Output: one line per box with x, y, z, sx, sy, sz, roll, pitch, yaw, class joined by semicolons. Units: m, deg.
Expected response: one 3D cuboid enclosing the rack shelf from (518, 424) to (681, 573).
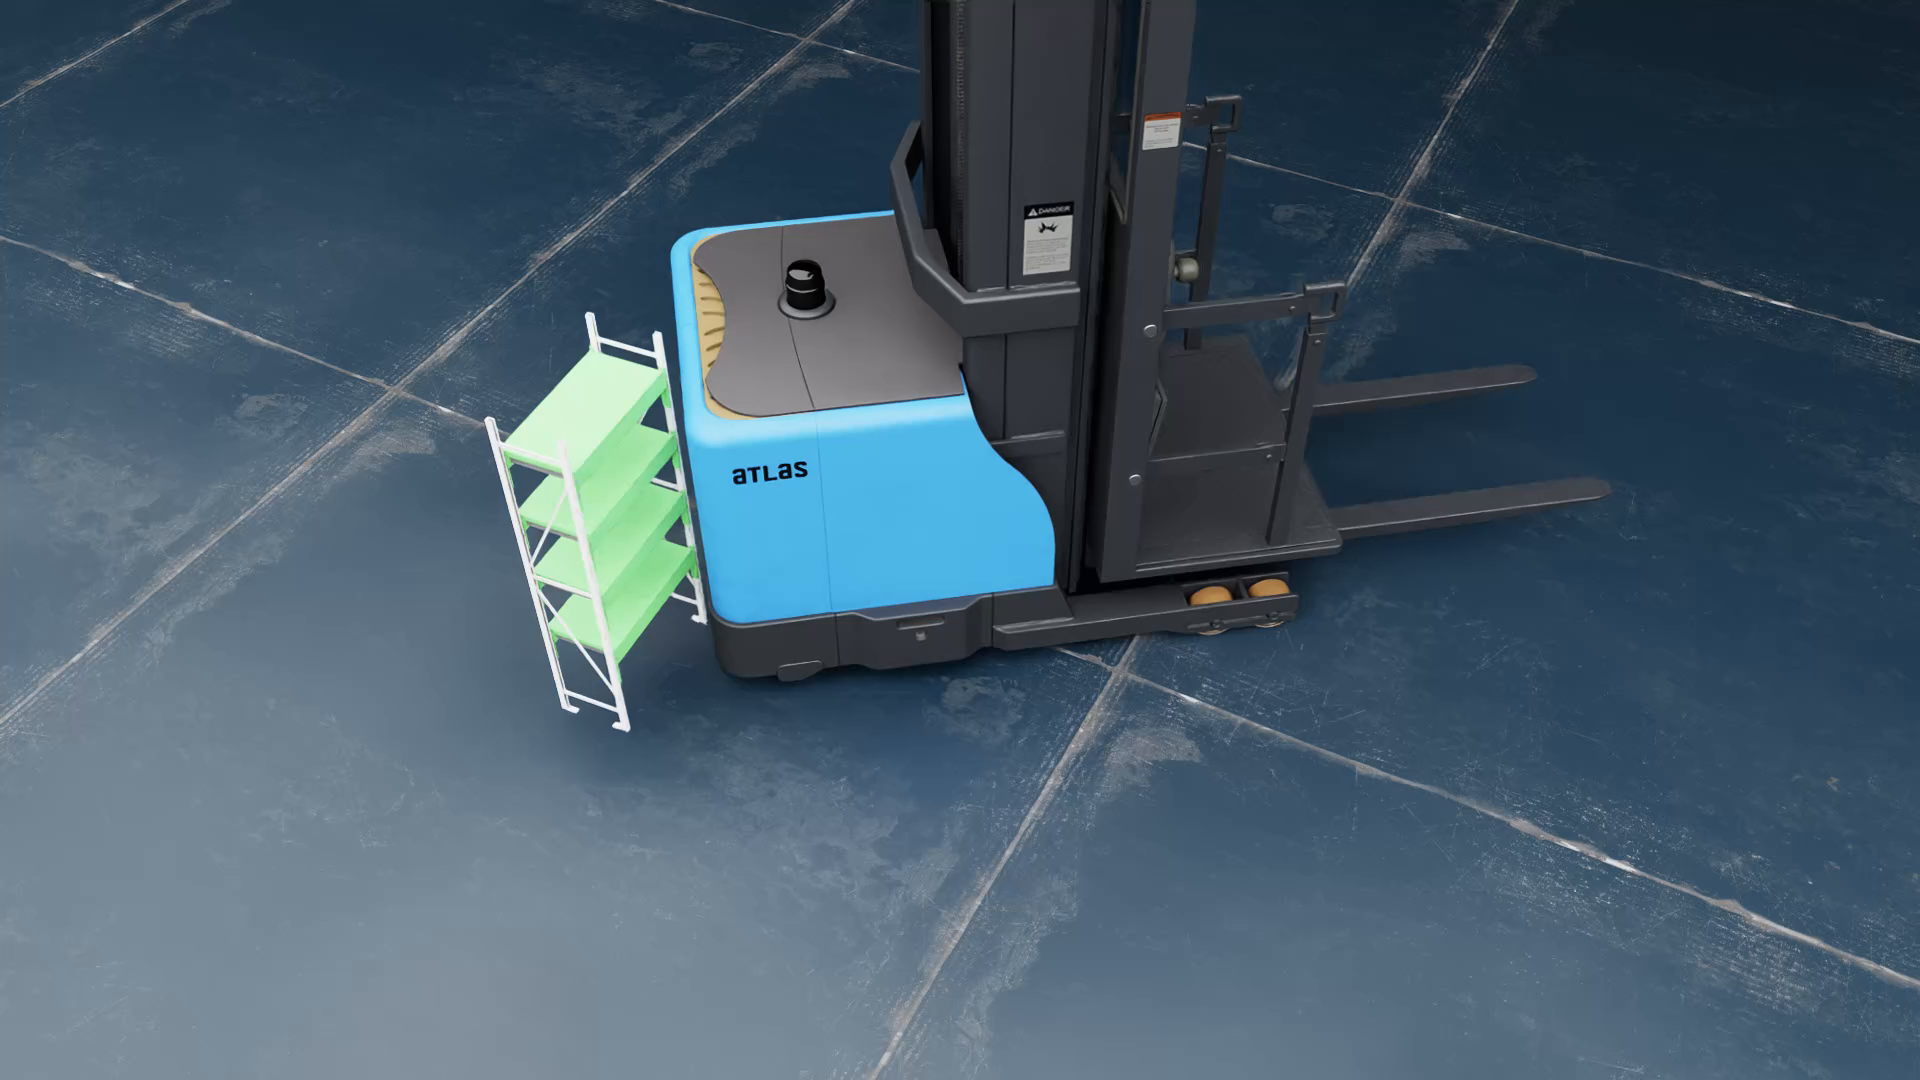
-1.041;-0.148;4.805;0.258;0.148;0.480;17;48;16;rack shelf

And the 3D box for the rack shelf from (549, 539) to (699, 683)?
-1.041;0.189;5.147;0.258;0.148;0.480;17;48;16;rack shelf

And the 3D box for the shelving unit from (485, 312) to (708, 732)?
-1.041;-0.024;4.930;0.258;1.200;0.503;17;48;16;shelving unit

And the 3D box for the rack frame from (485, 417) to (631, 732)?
-1.137;0.135;4.773;0.240;1.200;0.015;17;48;16;rack frame

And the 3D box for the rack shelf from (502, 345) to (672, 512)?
-1.041;-0.317;4.634;0.258;0.148;0.480;17;48;16;rack shelf

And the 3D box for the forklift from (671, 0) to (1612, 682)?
0.650;-1.085;4.762;3.031;2.935;1.130;-7;46;-7;forklift

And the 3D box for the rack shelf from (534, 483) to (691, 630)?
-1.041;0.021;4.976;0.258;0.148;0.480;17;48;16;rack shelf

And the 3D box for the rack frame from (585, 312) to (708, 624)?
-0.945;-0.184;5.088;0.240;1.200;0.015;17;48;16;rack frame
